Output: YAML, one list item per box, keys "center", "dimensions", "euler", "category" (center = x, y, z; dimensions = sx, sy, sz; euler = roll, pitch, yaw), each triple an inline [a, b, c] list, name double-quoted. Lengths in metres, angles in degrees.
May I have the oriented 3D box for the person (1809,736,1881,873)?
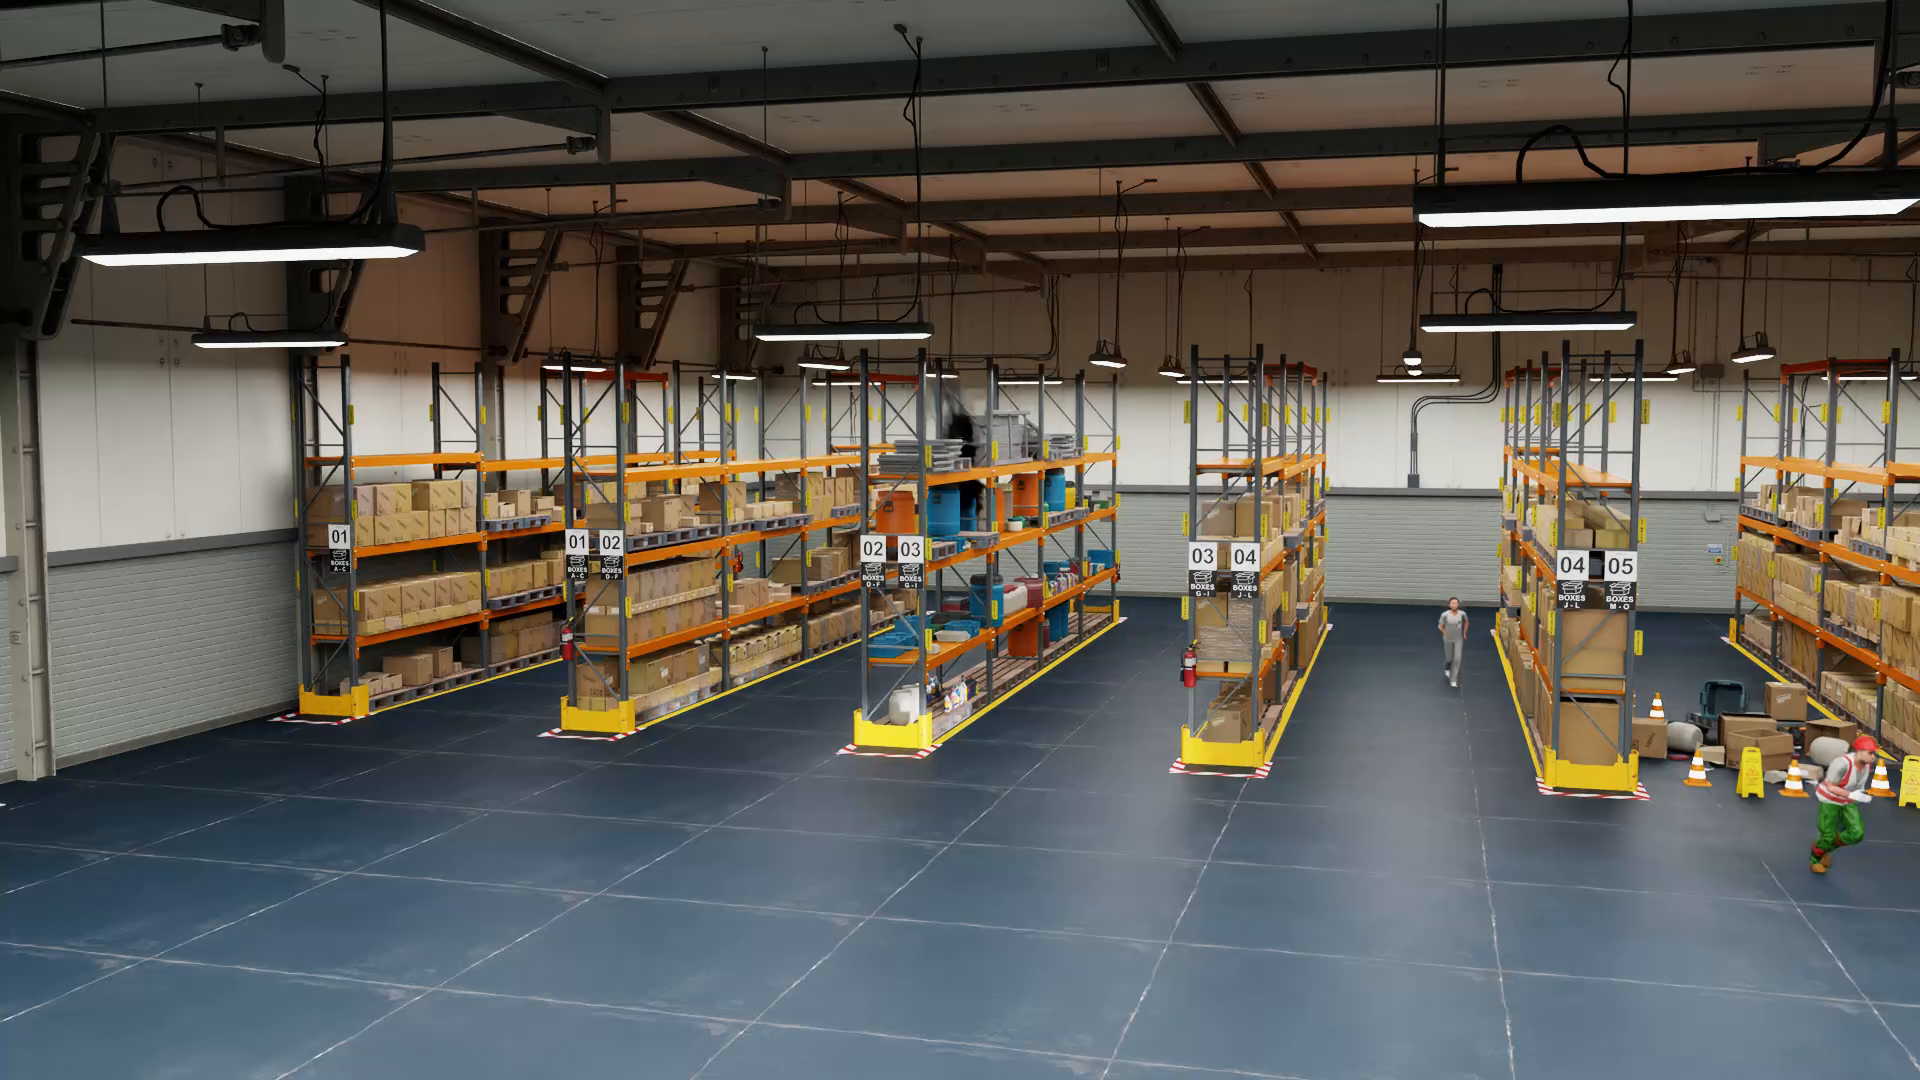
- center: [9.565, 2.859, 17.918]
  dimensions: [0.699, 1.595, 0.861]
  euler: [-1, 4, -17]
  category: "person"

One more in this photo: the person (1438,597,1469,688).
- center: [9.156, 1.866, 30.870]
  dimensions: [0.554, 1.647, 0.875]
  euler: [1, 4, 11]
  category: "person"
